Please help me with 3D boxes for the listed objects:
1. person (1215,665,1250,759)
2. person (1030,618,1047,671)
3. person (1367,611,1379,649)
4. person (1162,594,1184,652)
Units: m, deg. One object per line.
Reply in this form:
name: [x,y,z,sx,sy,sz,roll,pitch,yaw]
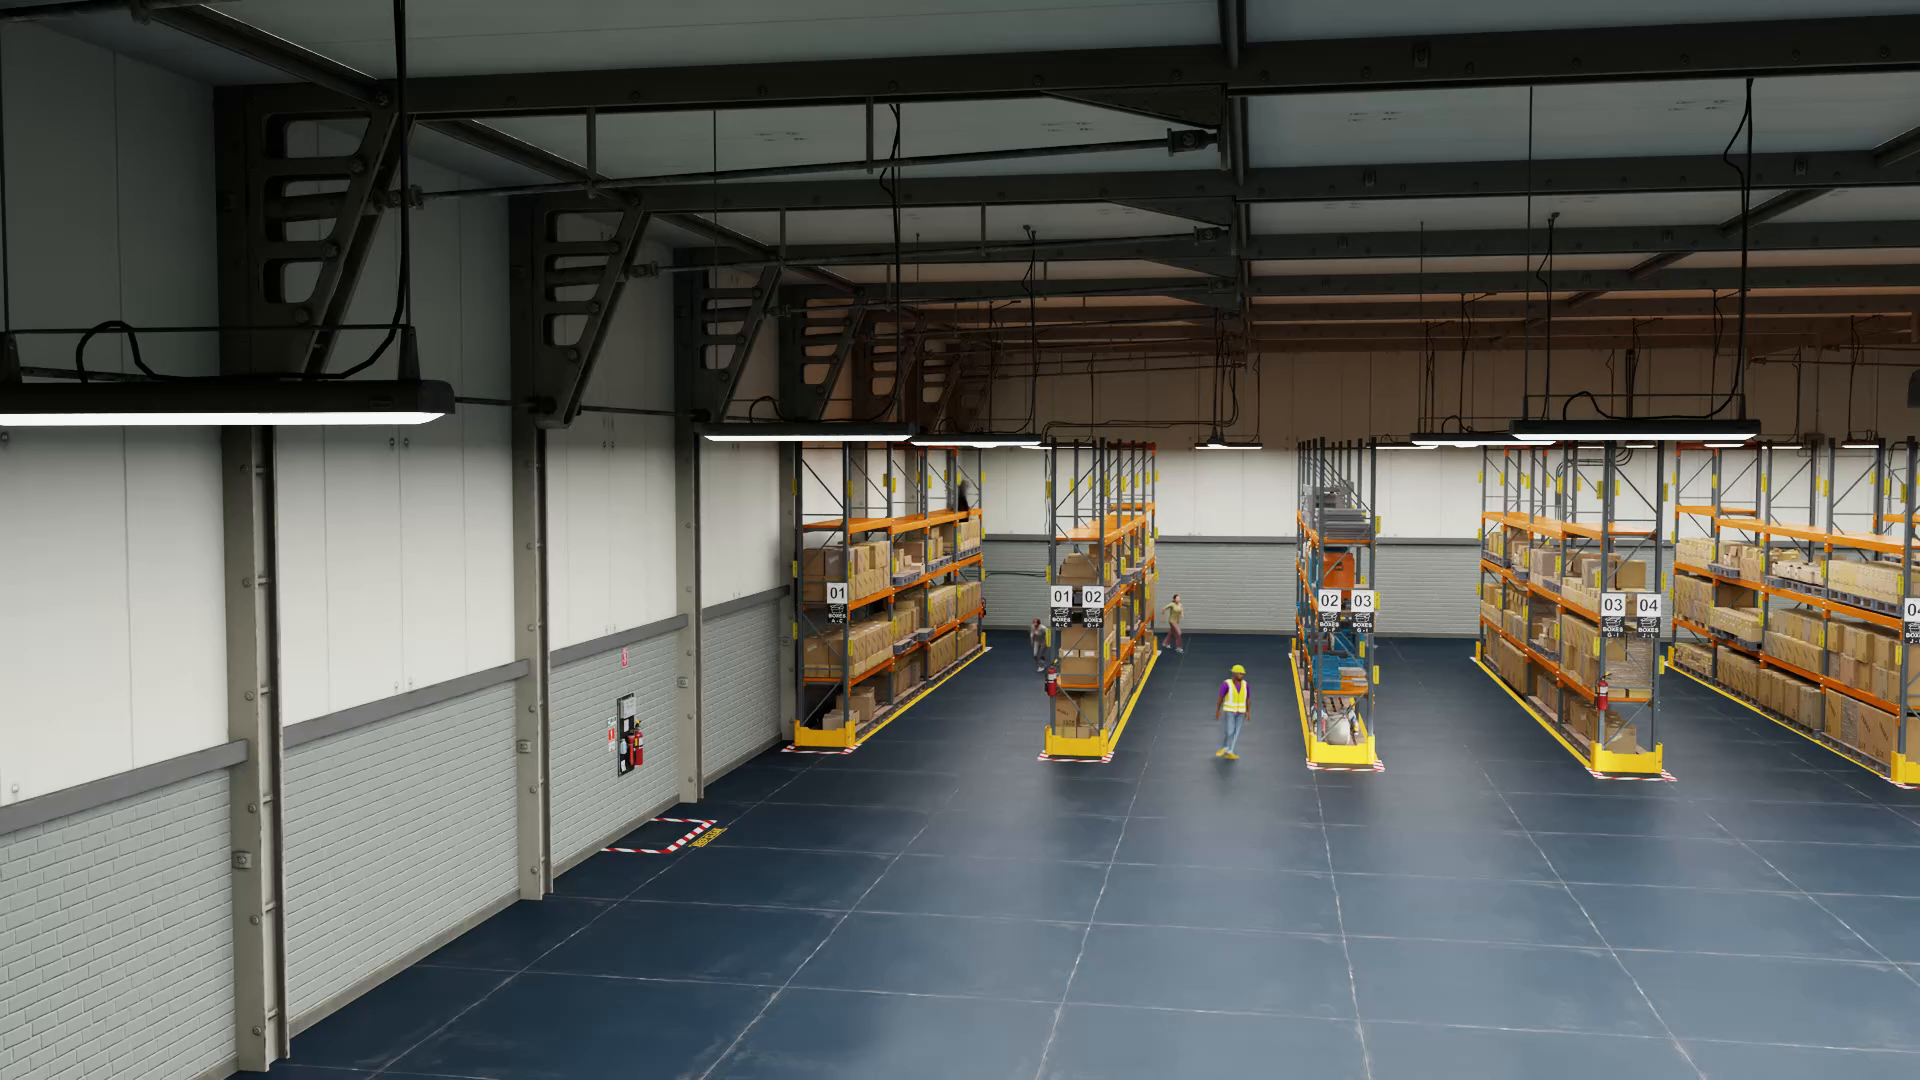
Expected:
person: [5.078,3.193,30.850,0.646,1.754,0.450,-1,3,-20]
person: [2.114,2.722,43.445,0.539,1.419,0.836,1,3,21]
person: [11.786,2.321,48.604,0.724,1.622,1.142,-2,4,-36]
person: [6.110,2.387,47.823,0.559,1.685,0.862,-3,4,-44]
